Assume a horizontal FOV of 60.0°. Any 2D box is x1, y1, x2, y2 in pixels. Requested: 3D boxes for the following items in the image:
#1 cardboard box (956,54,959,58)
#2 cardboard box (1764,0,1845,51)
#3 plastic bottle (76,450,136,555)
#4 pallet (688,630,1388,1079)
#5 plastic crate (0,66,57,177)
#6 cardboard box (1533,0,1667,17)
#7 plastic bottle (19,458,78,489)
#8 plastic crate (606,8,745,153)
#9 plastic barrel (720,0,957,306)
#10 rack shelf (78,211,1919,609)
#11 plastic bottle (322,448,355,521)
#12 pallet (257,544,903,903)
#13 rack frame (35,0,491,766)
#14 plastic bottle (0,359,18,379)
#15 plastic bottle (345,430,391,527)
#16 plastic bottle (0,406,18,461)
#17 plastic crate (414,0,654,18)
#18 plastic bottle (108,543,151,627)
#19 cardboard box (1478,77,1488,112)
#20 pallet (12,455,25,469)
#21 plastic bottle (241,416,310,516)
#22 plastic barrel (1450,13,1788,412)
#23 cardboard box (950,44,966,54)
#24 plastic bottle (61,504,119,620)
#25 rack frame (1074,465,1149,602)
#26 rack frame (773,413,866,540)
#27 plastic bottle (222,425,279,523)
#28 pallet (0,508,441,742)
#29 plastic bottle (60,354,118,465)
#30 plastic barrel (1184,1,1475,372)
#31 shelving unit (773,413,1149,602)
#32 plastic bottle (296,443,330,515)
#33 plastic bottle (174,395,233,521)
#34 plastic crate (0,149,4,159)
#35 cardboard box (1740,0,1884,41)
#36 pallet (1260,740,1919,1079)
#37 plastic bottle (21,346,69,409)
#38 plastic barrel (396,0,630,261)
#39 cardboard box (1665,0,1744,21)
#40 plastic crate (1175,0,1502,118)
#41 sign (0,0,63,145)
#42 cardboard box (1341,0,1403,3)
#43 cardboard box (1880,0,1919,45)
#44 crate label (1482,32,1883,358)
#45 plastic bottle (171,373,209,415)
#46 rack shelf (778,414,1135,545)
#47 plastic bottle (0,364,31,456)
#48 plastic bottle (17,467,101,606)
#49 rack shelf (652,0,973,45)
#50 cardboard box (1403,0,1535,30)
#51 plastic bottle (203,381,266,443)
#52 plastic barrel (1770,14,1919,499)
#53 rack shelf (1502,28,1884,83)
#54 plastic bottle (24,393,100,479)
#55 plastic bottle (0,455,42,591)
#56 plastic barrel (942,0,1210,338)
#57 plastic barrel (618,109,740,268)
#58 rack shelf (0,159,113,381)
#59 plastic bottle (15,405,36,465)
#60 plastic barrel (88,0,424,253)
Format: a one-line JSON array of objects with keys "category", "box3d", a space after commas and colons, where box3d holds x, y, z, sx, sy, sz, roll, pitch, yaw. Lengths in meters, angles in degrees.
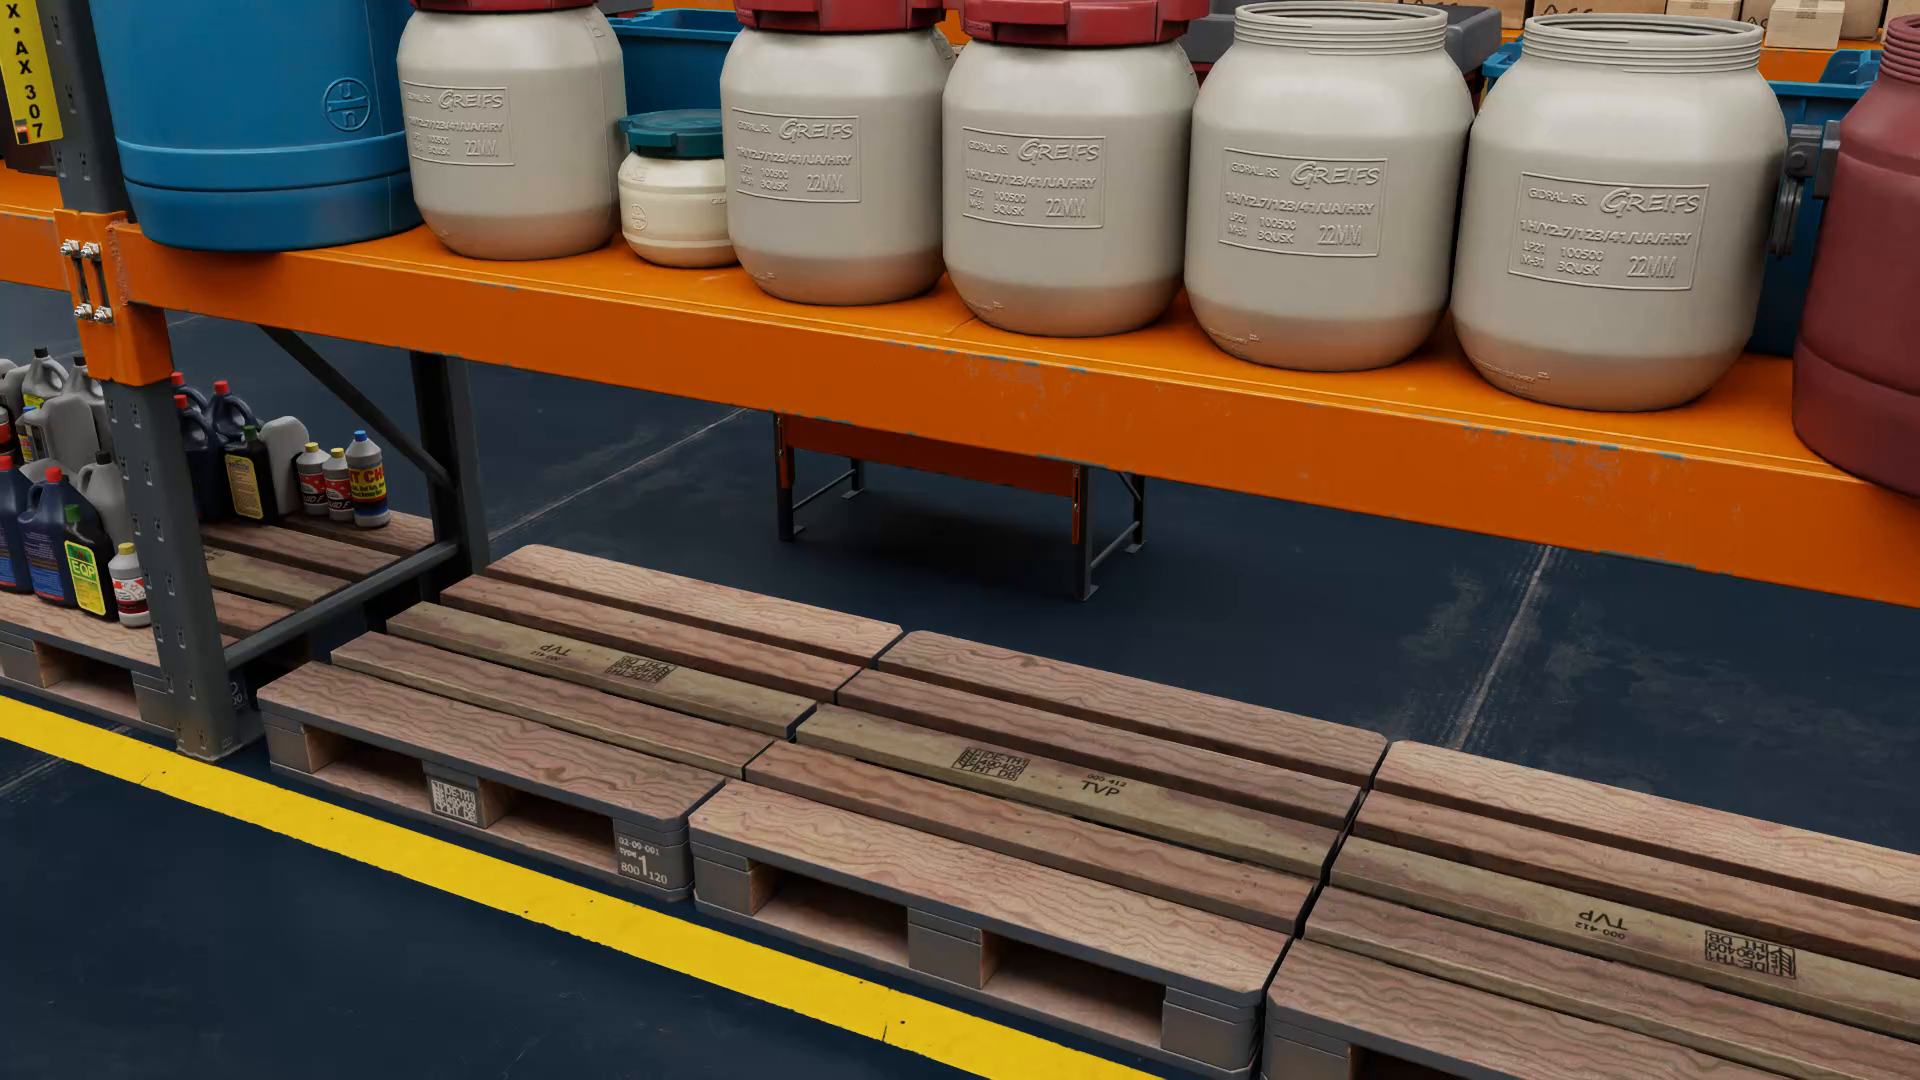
[{"category": "cardboard box", "box3d": [-0.098, -2.303, 8.852, 0.500, 0.500, 0.500, 11, 25, 25]}, {"category": "cardboard box", "box3d": [3.267, -1.994, 6.427, 0.250, 0.149, 0.380, 11, 25, 25]}, {"category": "plastic bottle", "box3d": [-2.254, -0.071, 4.407, 0.185, 0.351, 0.144, 11, 25, 25]}, {"category": "pallet", "box3d": [0.197, 0.599, 3.572, 1.213, 0.211, 1.003, 11, 25, 25]}, {"category": "plastic crate", "box3d": [-2.024, -1.133, 4.160, 0.504, 0.338, 0.767, 11, 25, 25]}, {"category": "cardboard box", "box3d": [2.689, -2.384, 6.895, 0.500, 0.500, 0.500, 10, 25, 22]}, {"category": "plastic bottle", "box3d": [-2.446, -0.076, 4.515, 0.135, 0.276, 0.152, 11, 25, 25]}, {"category": "plastic crate", "box3d": [-0.489, -0.931, 3.626, 0.575, 0.384, 0.392, 11, 25, 25]}, {"category": "plastic barrel", "box3d": [-0.204, -0.712, 2.917, 0.433, 0.535, 0.433, 0, 23, 0]}, {"category": "rack shelf", "box3d": [0.171, -0.340, 3.136, 4.000, 0.370, 1.077, 11, 25, 25]}, {"category": "plastic bottle", "box3d": [-1.791, -0.166, 4.822, 0.097, 0.201, 0.097, 0, 23, 0]}, {"category": "pallet", "box3d": [-0.896, 0.384, 4.077, 1.213, 0.211, 1.003, 11, 25, 25]}, {"category": "rack frame", "box3d": [-1.614, -1.024, 3.826, 0.127, 3.000, 1.000, 11, 25, 25]}, {"category": "plastic bottle", "box3d": [-3.134, -0.454, 5.404, 0.135, 0.276, 0.152, 11, 26, 25]}, {"category": "plastic bottle", "box3d": [-1.701, -0.181, 4.766, 0.097, 0.271, 0.097, 0, 23, 0]}, {"category": "plastic bottle", "box3d": [-3.050, -0.349, 5.251, 0.097, 0.201, 0.097, 0, 23, 0]}, {"category": "plastic crate", "box3d": [-1.044, -1.075, 3.863, 0.583, 0.464, 0.402, 11, 25, 25]}, {"category": "plastic bottle", "box3d": [-2.078, 0.106, 4.182, 0.097, 0.201, 0.097, 0, 23, 0]}, {"category": "cardboard box", "box3d": [4.004, -3.339, 11.900, 0.500, 0.500, 0.700, 11, 25, 24]}, {"category": "pallet", "box3d": [-3.287, -0.089, 5.190, 1.213, 0.211, 1.003, 11, 25, 25]}, {"category": "plastic bottle", "box3d": [-2.002, -0.230, 4.877, 0.135, 0.276, 0.152, 12, 26, 26]}, {"category": "plastic barrel", "box3d": [0.941, -0.476, 2.395, 0.421, 0.512, 0.421, 0, 23, 0]}, {"category": "cardboard box", "box3d": [-0.137, -4.002, 13.702, 0.500, 0.311, 0.500, 8, 24, 19]}, {"category": "plastic bottle", "box3d": [-2.192, 0.054, 4.200, 0.133, 0.283, 0.061, 13, 26, 27]}, {"category": "rack frame", "box3d": [0.460, -0.427, 4.816, 0.032, 1.125, 0.500, 11, 25, 25]}, {"category": "rack frame", "box3d": [-0.448, -0.606, 5.238, 0.032, 1.125, 0.500, 11, 25, 25]}, {"category": "plastic bottle", "box3d": [-2.049, -0.196, 4.788, 0.133, 0.283, 0.061, 11, 25, 25]}, {"category": "pallet", "box3d": [-2.195, 0.126, 4.684, 1.213, 0.211, 1.003, 11, 25, 25]}, {"category": "plastic bottle", "box3d": [-2.695, -0.404, 5.189, 0.185, 0.351, 0.144, 11, 25, 24]}, {"category": "plastic barrel", "box3d": [0.565, -0.551, 2.570, 0.421, 0.512, 0.421, 0, 23, 0]}, {"category": "shelving unit", "box3d": [0.006, -0.516, 5.027, 1.048, 1.125, 0.538, 11, 25, 25]}, {"category": "plastic bottle", "box3d": [-1.882, -0.184, 4.864, 0.097, 0.201, 0.097, 0, 23, 0]}, {"category": "plastic bottle", "box3d": [-2.212, -0.245, 4.816, 0.185, 0.351, 0.144, 11, 25, 25]}, {"category": "plastic crate", "box3d": [-2.724, -1.056, 4.091, 0.616, 0.251, 0.499, 11, 25, 25]}, {"category": "cardboard box", "box3d": [3.483, -2.232, 6.779, 0.500, 0.311, 0.500, 11, 25, 24]}, {"category": "pallet", "box3d": [1.282, 0.815, 3.064, 1.213, 0.211, 1.003, 11, 25, 25]}, {"category": "plastic bottle", "box3d": [-2.861, -0.436, 5.266, 0.185, 0.351, 0.144, 12, 26, 27]}, {"category": "plastic barrel", "box3d": [-0.859, -0.841, 3.222, 0.433, 0.535, 0.433, 0, 23, 0]}, {"category": "cardboard box", "box3d": [3.030, -2.137, 6.764, 0.250, 0.149, 0.380, 13, 26, 28]}, {"category": "plastic crate", "box3d": [0.652, -0.740, 3.075, 0.583, 0.464, 0.402, 11, 25, 25]}, {"category": "sign", "box3d": [-1.872, -0.961, 3.324, 0.005, 0.325, 0.100, 11, 25, 25]}, {"category": "cardboard box", "box3d": [1.772, -2.565, 7.321, 0.500, 0.500, 0.500, 13, 26, 28]}, {"category": "cardboard box", "box3d": [3.889, -2.086, 6.436, 0.500, 0.311, 0.500, 13, 26, 28]}, {"category": "crate label", "box3d": [1.191, -0.604, 2.793, 0.616, 0.435, 0.502, 11, 25, 25]}, {"category": "plastic bottle", "box3d": [-2.316, -0.329, 5.012, 0.185, 0.351, 0.144, 10, 25, 22]}, {"category": "rack shelf", "box3d": [0.006, -0.291, 5.123, 1.000, 0.278, 0.538, 11, 25, 25]}, {"category": "plastic bottle", "box3d": [-3.011, -0.430, 5.346, 0.135, 0.276, 0.152, 10, 25, 23]}, {"category": "plastic bottle", "box3d": [-2.319, -0.021, 4.289, 0.185, 0.351, 0.144, 10, 25, 23]}, {"category": "rack shelf", "box3d": [-1.161, -2.776, 8.863, 4.000, 0.370, 1.077, 11, 25, 25]}, {"category": "cardboard box", "box3d": [2.219, -2.477, 7.113, 0.500, 0.500, 0.500, 11, 25, 25]}, {"category": "plastic bottle", "box3d": [-2.147, -0.295, 4.934, 0.185, 0.351, 0.144, 12, 26, 26]}, {"category": "plastic barrel", "box3d": [1.405, -0.357, 2.082, 0.708, 0.536, 0.600, 11, 25, 25]}, {"category": "rack shelf", "box3d": [2.409, -2.069, 7.202, 4.000, 0.370, 1.077, 11, 25, 25]}, {"category": "plastic bottle", "box3d": [-2.739, -0.313, 5.071, 0.135, 0.276, 0.152, 11, 25, 25]}, {"category": "plastic bottle", "box3d": [-2.490, -0.055, 4.368, 0.185, 0.351, 0.144, 10, 25, 22]}, {"category": "plastic barrel", "box3d": [0.182, -0.635, 2.737, 0.433, 0.535, 0.433, 0, 23, 0]}, {"category": "plastic barrel", "box3d": [-0.502, -0.673, 3.177, 0.301, 0.262, 0.301, 0, 23, 0]}, {"category": "rack shelf", "box3d": [-3.399, -1.046, 4.797, 4.000, 0.370, 1.077, 11, 25, 25]}, {"category": "plastic bottle", "box3d": [-2.876, -0.318, 5.178, 0.097, 0.201, 0.097, 0, 23, 0]}, {"category": "plastic barrel", "box3d": [-1.406, -1.081, 3.318, 0.708, 0.901, 0.600, 11, 25, 25]}]
